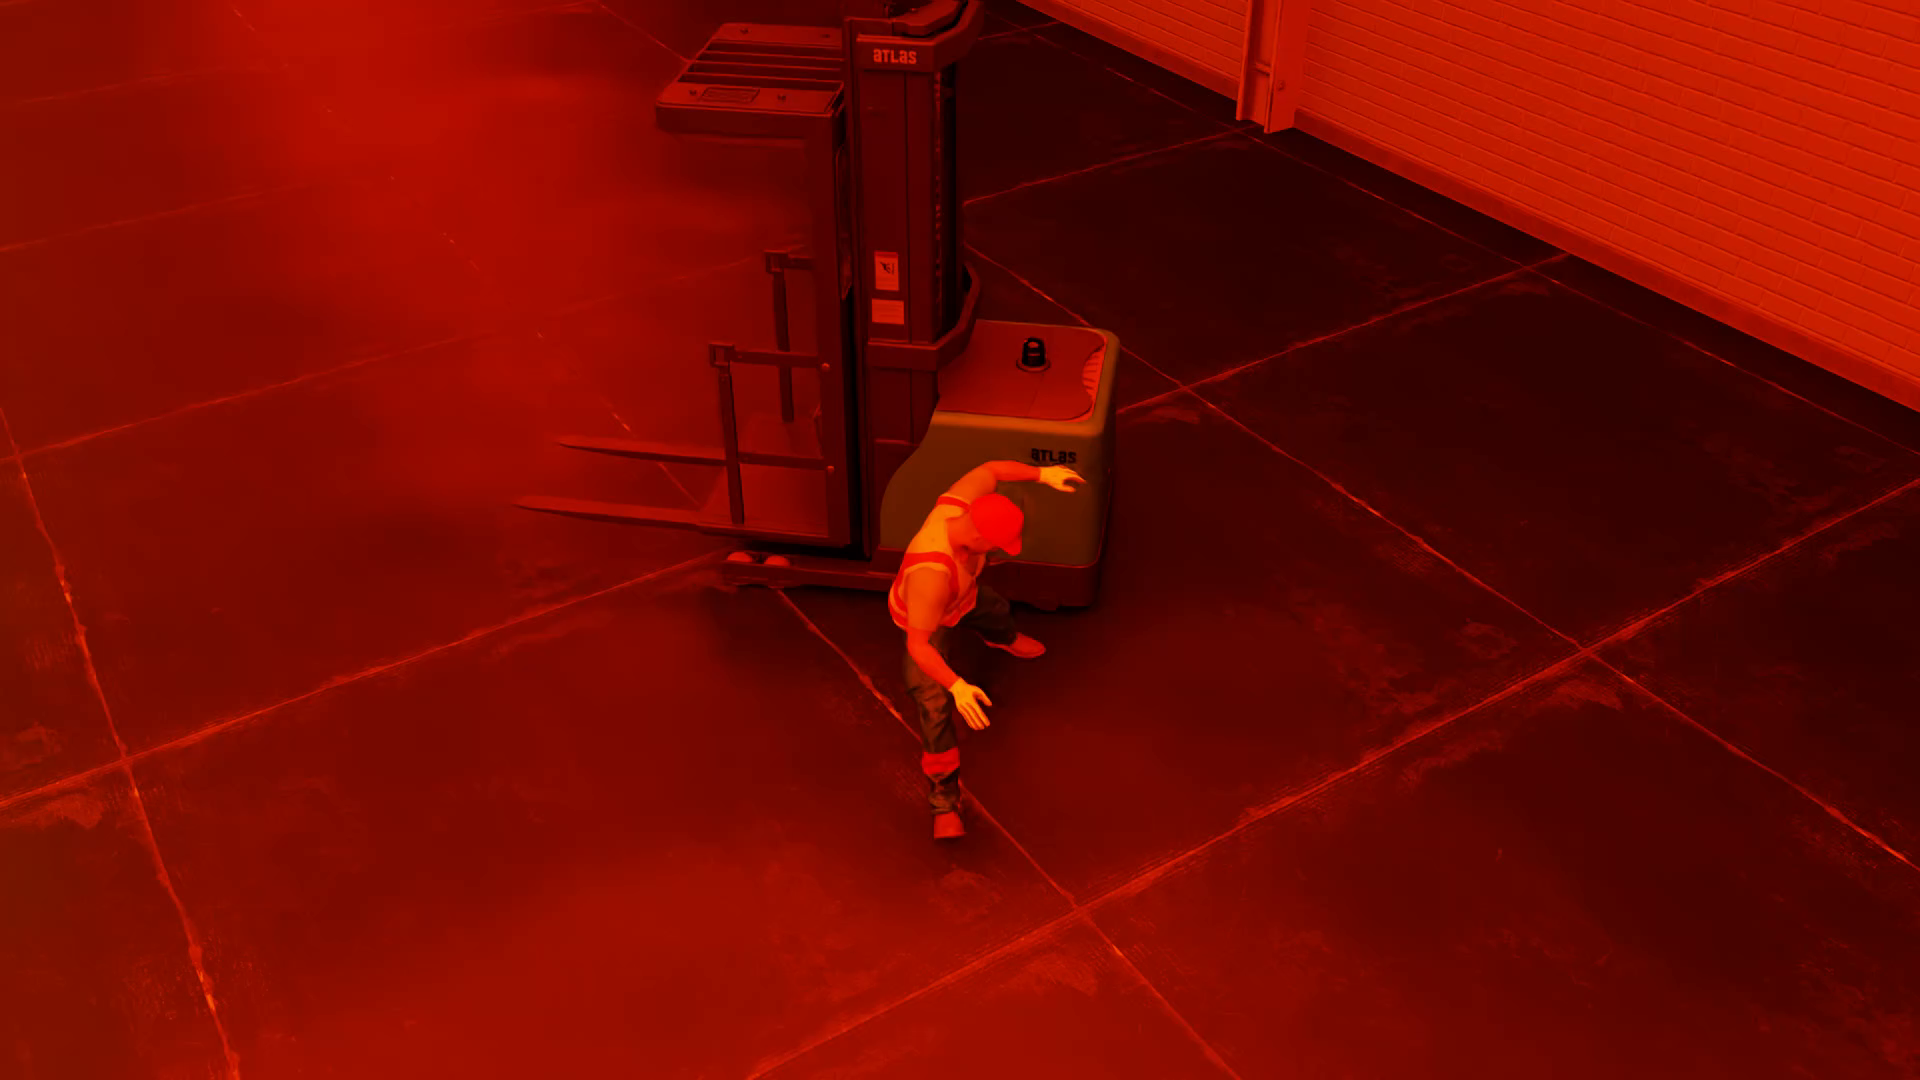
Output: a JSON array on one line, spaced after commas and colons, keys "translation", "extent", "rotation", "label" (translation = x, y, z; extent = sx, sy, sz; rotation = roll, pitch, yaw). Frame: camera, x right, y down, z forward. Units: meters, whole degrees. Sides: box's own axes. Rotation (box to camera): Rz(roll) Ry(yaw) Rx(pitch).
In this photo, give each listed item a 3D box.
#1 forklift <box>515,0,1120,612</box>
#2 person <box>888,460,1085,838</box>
[{"translation": [-0.749, -1.245, 7.920], "extent": [3.031, 2.935, 1.130], "rotation": [6, 35, 8], "label": "forklift"}, {"translation": [0.095, 0.317, 7.014], "extent": [0.804, 1.439, 1.381], "rotation": [24, 41, 30], "label": "person"}]
